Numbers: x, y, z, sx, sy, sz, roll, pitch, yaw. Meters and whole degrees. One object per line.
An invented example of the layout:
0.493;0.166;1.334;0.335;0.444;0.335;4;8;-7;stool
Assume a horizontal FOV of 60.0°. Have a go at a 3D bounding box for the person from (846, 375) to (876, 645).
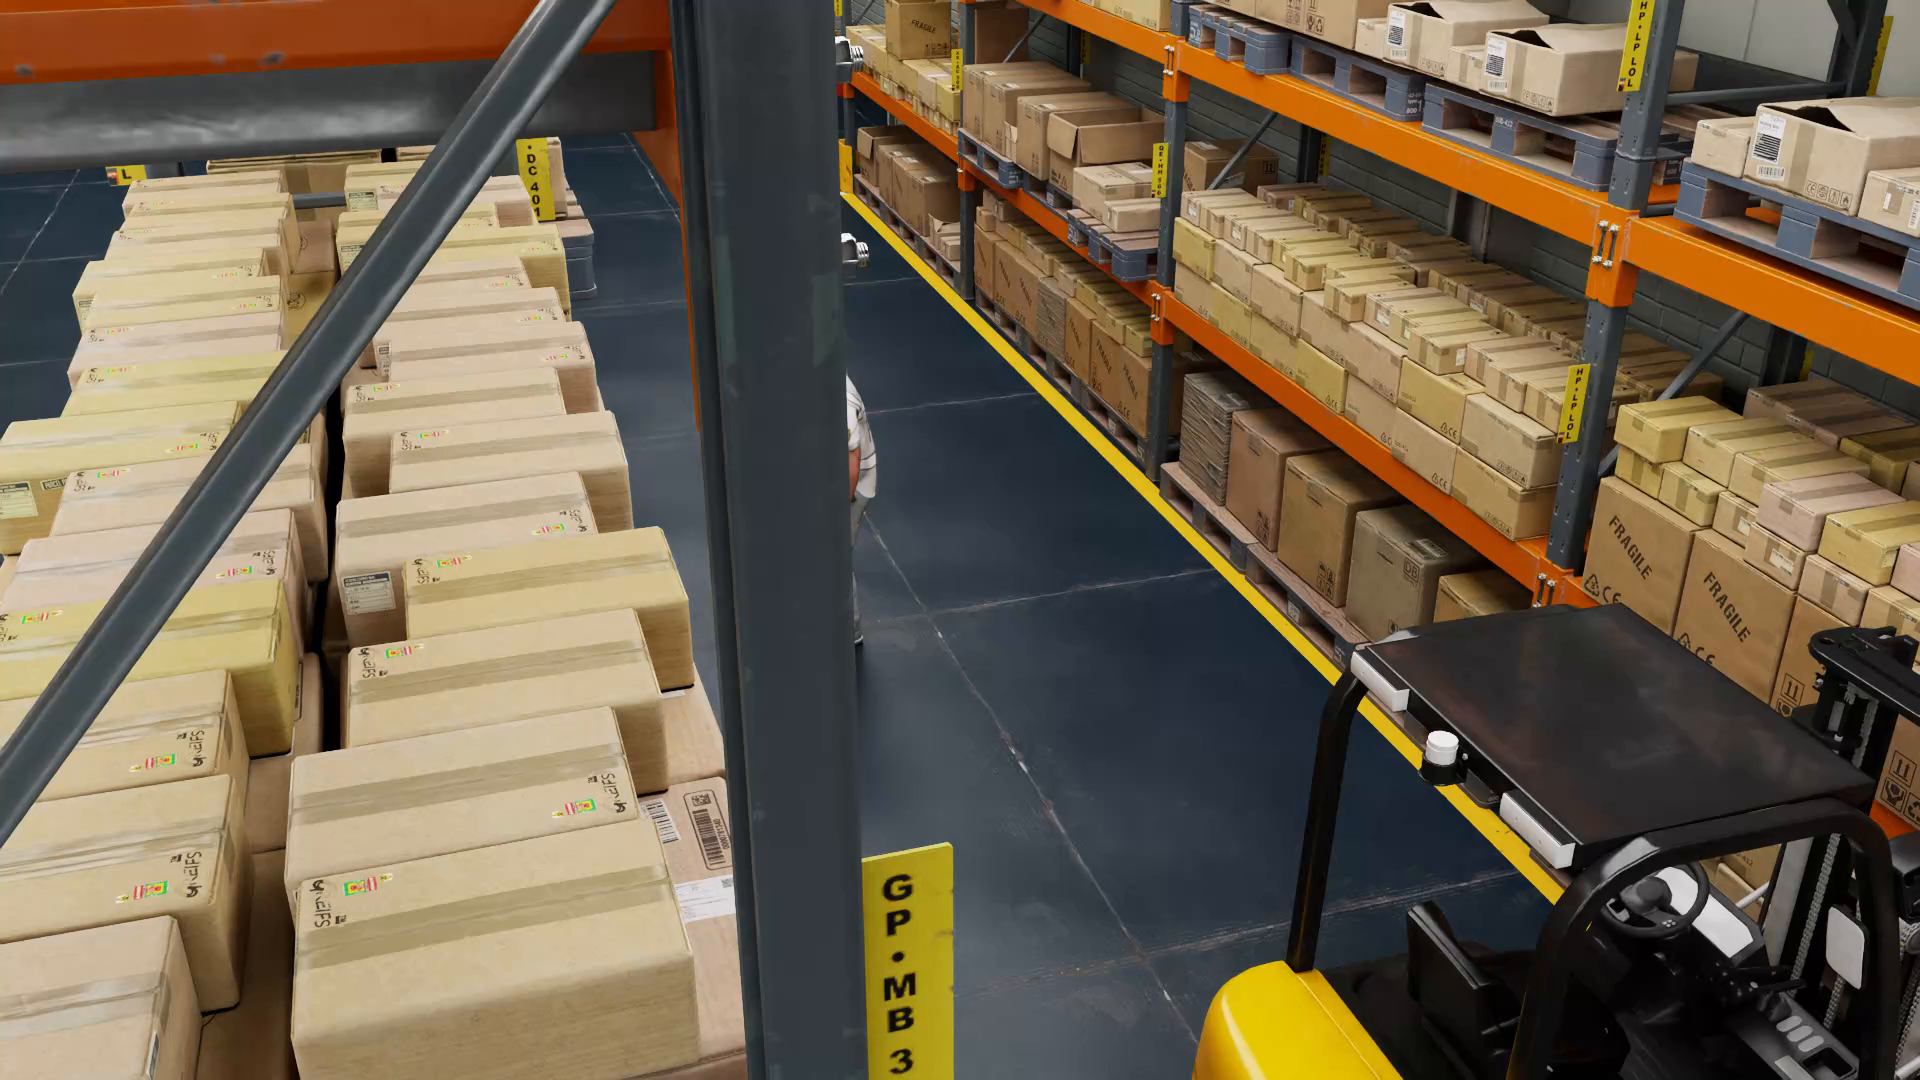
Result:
-0.670;-0.270;8.655;0.437;1.747;0.602;-10;28;-19;person
